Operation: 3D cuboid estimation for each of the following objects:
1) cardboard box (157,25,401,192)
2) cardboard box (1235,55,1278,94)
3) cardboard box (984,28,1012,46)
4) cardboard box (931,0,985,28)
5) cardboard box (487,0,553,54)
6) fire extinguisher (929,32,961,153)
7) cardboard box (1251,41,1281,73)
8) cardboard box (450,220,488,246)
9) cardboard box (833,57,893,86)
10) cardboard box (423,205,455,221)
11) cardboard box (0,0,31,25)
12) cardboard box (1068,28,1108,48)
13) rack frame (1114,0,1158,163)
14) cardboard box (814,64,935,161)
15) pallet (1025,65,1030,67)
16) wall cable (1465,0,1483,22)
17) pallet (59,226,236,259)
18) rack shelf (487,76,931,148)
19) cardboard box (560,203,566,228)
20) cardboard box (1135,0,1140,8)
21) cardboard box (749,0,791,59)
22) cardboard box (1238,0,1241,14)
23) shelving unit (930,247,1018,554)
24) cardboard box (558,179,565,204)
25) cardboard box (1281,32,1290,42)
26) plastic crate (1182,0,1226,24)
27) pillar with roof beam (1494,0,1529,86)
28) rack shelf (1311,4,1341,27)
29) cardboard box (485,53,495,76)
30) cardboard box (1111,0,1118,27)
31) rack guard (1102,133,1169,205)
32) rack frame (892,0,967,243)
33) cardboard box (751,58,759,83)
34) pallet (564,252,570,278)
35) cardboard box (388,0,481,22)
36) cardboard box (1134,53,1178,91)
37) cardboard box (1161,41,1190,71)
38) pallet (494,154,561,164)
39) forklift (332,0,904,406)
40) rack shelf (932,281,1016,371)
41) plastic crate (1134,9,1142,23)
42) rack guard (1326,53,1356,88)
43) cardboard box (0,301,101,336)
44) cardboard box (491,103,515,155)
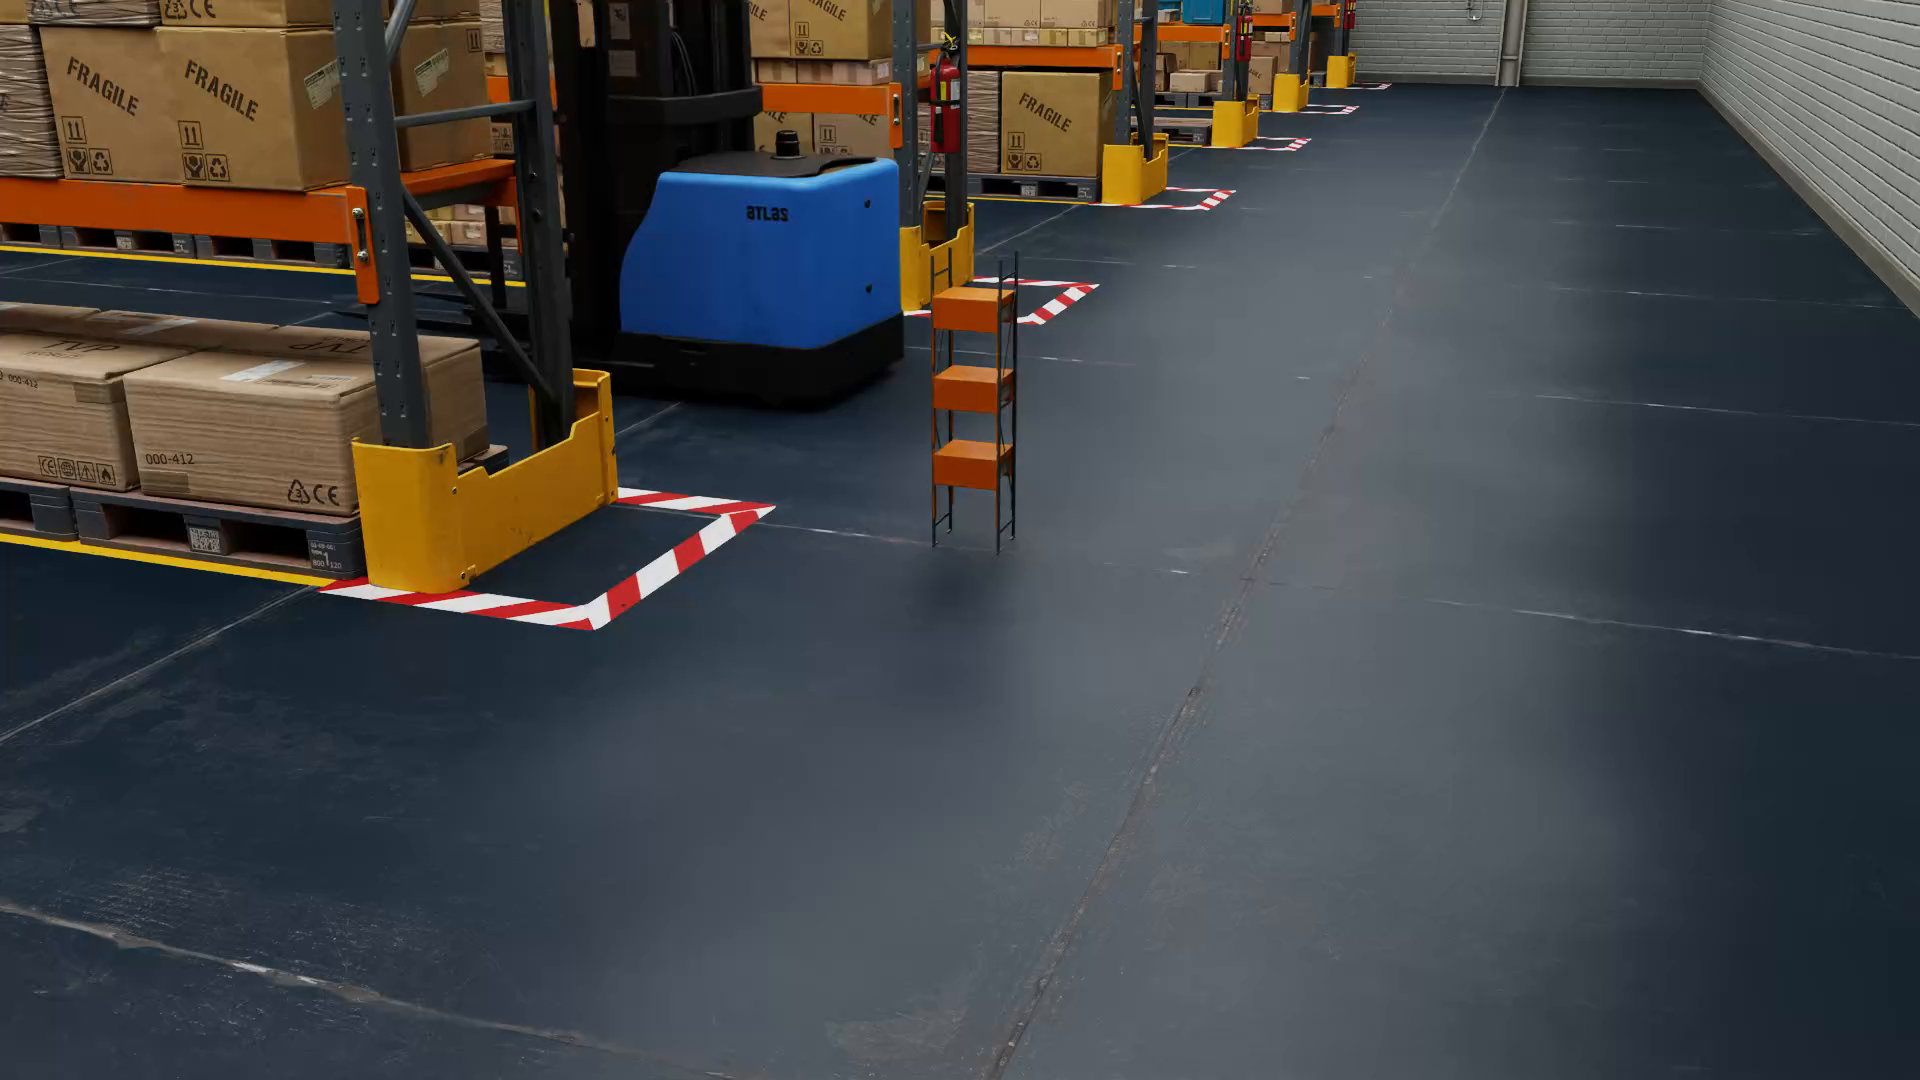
[{"bbox_3d":[-2.245,-1.448,5.521,0.500,0.500,0.500,7,20,18],"label":"cardboard box"},{"bbox_3d":[4.210,-6.602,23.587,0.500,0.500,0.500,7,20,18],"label":"cardboard box"},{"bbox_3d":[0.386,-4.412,14.558,0.250,0.149,0.380,7,20,19],"label":"cardboard box"},{"bbox_3d":[0.045,-4.662,14.668,0.500,0.250,0.500,6,20,16],"label":"cardboard box"},{"bbox_3d":[-2.633,-3.352,10.532,0.500,0.500,0.500,6,20,17],"label":"cardboard box"},{"bbox_3d":[-0.087,-2.598,9.655,0.183,0.674,0.296,7,20,18],"label":"fire extinguisher"},{"bbox_3d":[5.260,-8.249,28.344,0.500,0.500,0.700,6,20,18],"label":"cardboard box"},{"bbox_3d":[-3.210,-2.087,11.198,0.250,0.149,0.380,6,20,18],"label":"cardboard box"},{"bbox_3d":[-0.574,-2.810,9.961,0.250,0.149,0.380,7,20,18],"label":"cardboard box"},{"bbox_3d":[-3.446,-2.268,11.266,0.250,0.149,0.380,7,20,18],"label":"cardboard box"},{"bbox_3d":[-3.205,-2.030,5.672,0.500,0.500,0.500,6,20,18],"label":"cardboard box"},{"bbox_3d":[1.105,-4.330,14.322,0.250,0.149,0.380,7,20,19],"label":"cardboard box"},{"bbox_3d":[1.550,-4.512,14.464,0.127,3.000,1.000,7,20,18],"label":"rack frame"},{"bbox_3d":[-0.781,-3.946,15.429,0.875,0.875,0.875,7,20,18],"label":"cardboard box"},{"bbox_3d":[0.738,-8.439,29.966,1.213,0.211,1.003,7,20,18],"label":"pallet"},{"bbox_3d":[7.946,-9.768,27.998,1.851,1.984,0.084,7,20,18],"label":"wall cable"},{"bbox_3d":[-5.844,-2.311,12.386,1.213,0.211,1.003,7,20,18],"label":"pallet"},{"bbox_3d":[-2.063,-2.857,10.809,4.000,0.370,1.077,7,20,18],"label":"rack shelf"},{"bbox_3d":[-2.480,-2.138,10.895,0.250,0.149,0.380,6,20,18],"label":"cardboard box"},{"bbox_3d":[2.374,-7.822,23.808,0.500,0.500,0.500,6,20,18],"label":"cardboard box"},{"bbox_3d":[-1.167,-3.194,10.079,0.500,0.500,0.500,6,20,17],"label":"cardboard box"},{"bbox_3d":[3.801,-7.658,23.336,0.500,0.500,0.500,7,20,19],"label":"cardboard box"},{"bbox_3d":[0.051,-0.490,5.887,0.252,1.050,0.215,7,20,18],"label":"shelving unit"},{"bbox_3d":[-2.447,-2.307,10.926,0.250,0.149,0.380,6,20,16],"label":"cardboard box"},{"bbox_3d":[5.551,-8.459,27.959,0.250,0.149,0.380,6,20,17],"label":"cardboard box"},{"bbox_3d":[2.798,-6.075,18.803,0.499,0.435,0.616,7,20,18],"label":"plastic crate"},{"bbox_3d":[7.848,-10.604,22.826,0.400,9.000,9.100,7,20,18],"label":"pillar with roof beam"},{"bbox_3d":[4.537,-9.009,28.457,4.000,0.370,1.077,7,20,18],"label":"rack shelf"},{"bbox_3d":[-2.999,-3.114,10.833,0.250,0.149,0.380,6,20,16],"label":"cardboard box"},{"bbox_3d":[1.185,-4.718,14.829,0.500,0.250,0.500,6,20,17],"label":"cardboard box"},{"bbox_3d":[1.572,-3.329,14.868,0.348,0.500,1.175,7,20,18],"label":"rack guard"},{"bbox_3d":[-0.173,-2.981,10.071,0.127,3.000,1.000,7,20,18],"label":"rack frame"},{"bbox_3d":[-1.287,-2.891,10.194,0.250,0.149,0.380,7,20,20],"label":"cardboard box"},{"bbox_3d":[-2.150,-1.904,11.217,1.213,0.211,1.003,7,20,18],"label":"pallet"},{"bbox_3d":[-2.062,-2.091,5.846,0.500,0.500,0.500,6,20,17],"label":"cardboard box"},{"bbox_3d":[2.802,-6.852,24.299,0.637,0.503,0.797,7,20,18],"label":"cardboard box"},{"bbox_3d":[3.794,-8.415,28.819,0.500,0.500,0.700,6,20,18],"label":"cardboard box"},{"bbox_3d":[-4.139,-3.819,16.711,1.213,0.211,1.003,7,20,18],"label":"pallet"},{"bbox_3d":[-1.853,-2.311,8.253,3.031,2.935,1.130,8,21,22],"label":"forklift"},{"bbox_3d":[0.051,-0.748,5.797,0.240,0.259,0.215,7,20,18],"label":"rack shelf"},{"bbox_3d":[2.076,-6.024,19.109,0.243,0.136,0.396,7,20,18],"label":"plastic crate"},{"bbox_3d":[6.449,-7.950,28.123,0.348,0.500,1.175,7,20,18],"label":"rack guard"},{"bbox_3d":[-4.077,-0.654,6.649,0.875,0.438,0.875,6,20,16],"label":"cardboard box"},{"bbox_3d":[-4.523,-4.392,16.708,0.875,0.875,1.225,7,20,18],"label":"cardboard box"}]
